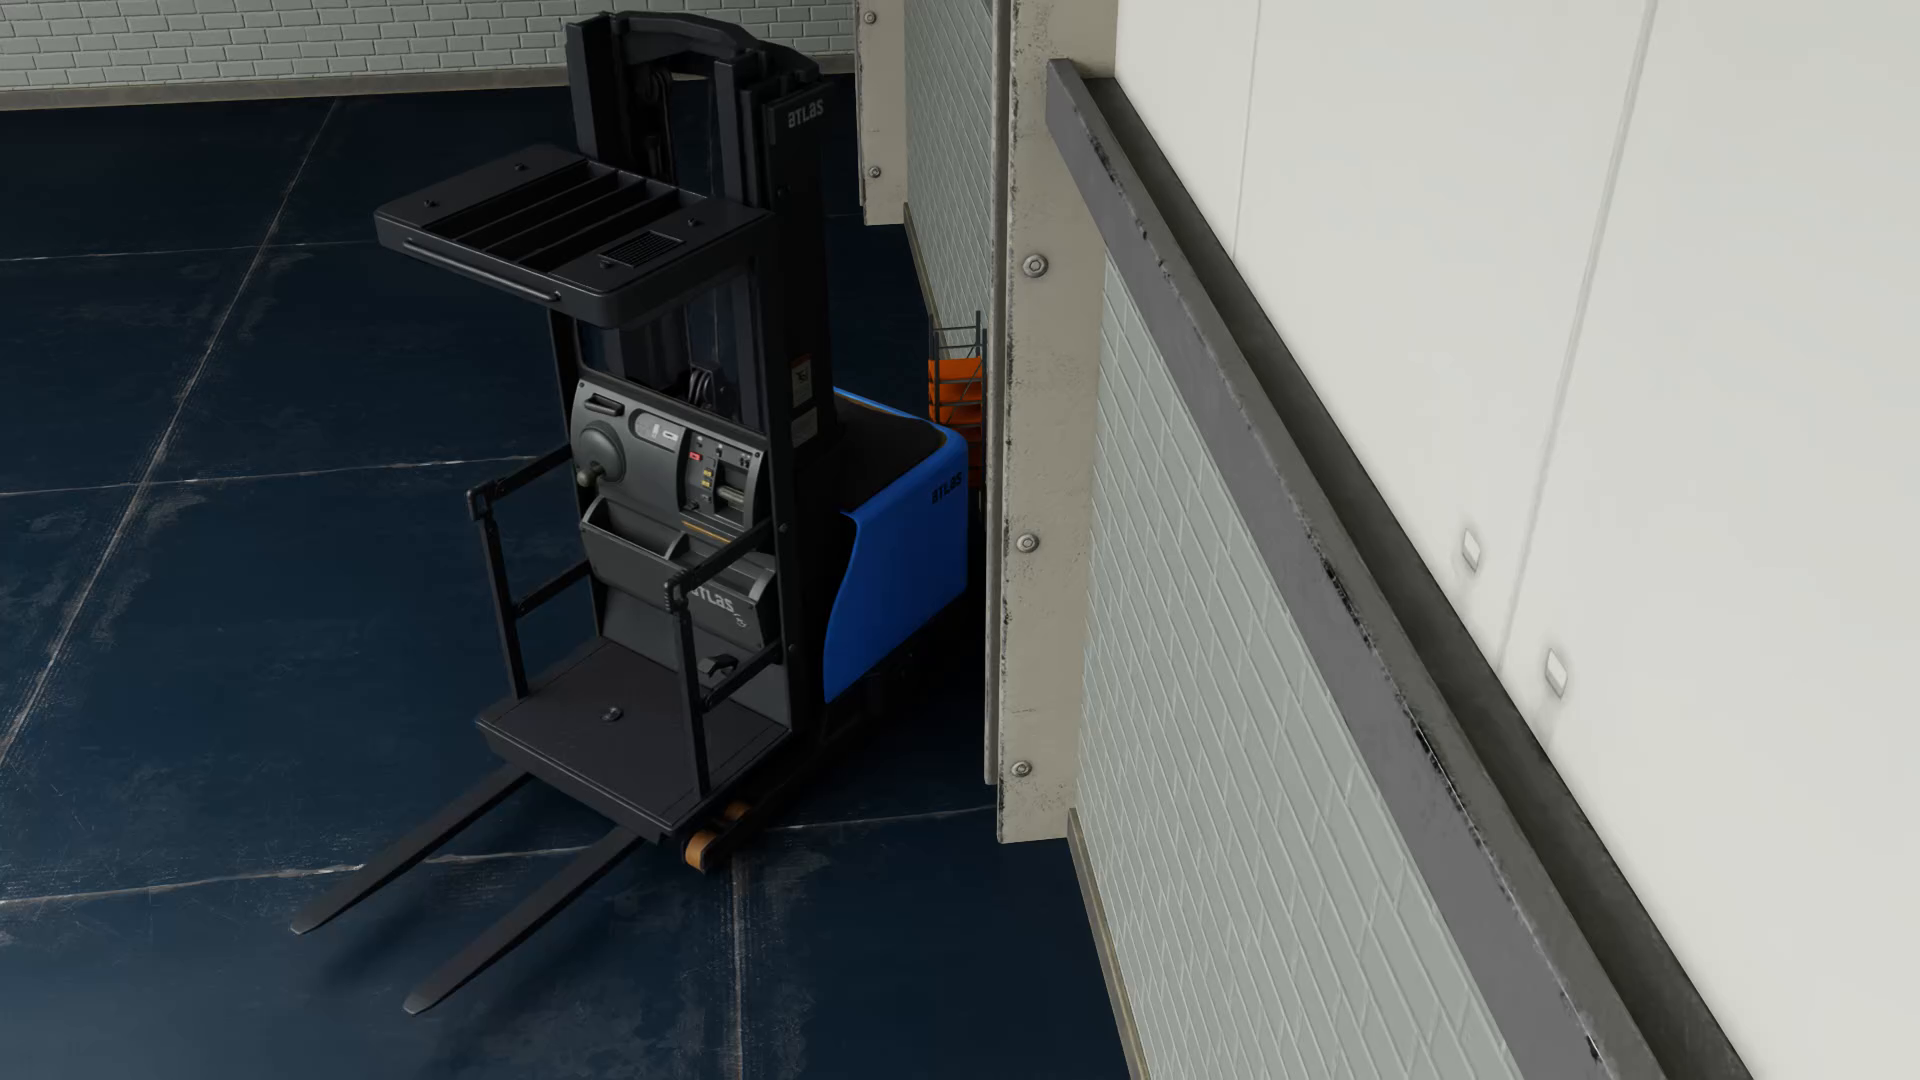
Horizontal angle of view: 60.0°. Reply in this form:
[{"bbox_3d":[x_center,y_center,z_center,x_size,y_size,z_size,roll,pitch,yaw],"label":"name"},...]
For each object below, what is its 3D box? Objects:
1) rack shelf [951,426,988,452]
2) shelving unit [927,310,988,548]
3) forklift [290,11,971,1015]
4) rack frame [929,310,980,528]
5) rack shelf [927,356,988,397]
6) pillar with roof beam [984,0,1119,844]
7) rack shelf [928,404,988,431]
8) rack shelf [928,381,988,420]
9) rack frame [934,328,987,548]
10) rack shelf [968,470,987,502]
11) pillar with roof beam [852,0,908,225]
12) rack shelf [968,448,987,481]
[{"bbox_3d":[-0.011,-0.465,7.946,0.258,0.103,0.180,-5,35,-7],"label":"rack shelf"},{"bbox_3d":[-0.011,-0.502,7.921,0.258,1.200,0.189,-5,35,-7],"label":"shelving unit"},{"bbox_3d":[-1.214,-0.249,6.013,1.130,2.935,3.031,22,40,29],"label":"forklift"},{"bbox_3d":[-0.025,-0.553,7.996,0.240,1.200,0.006,-5,35,-7],"label":"rack frame"},{"bbox_3d":[-0.011,-0.763,7.743,0.258,0.103,0.180,-5,35,-7],"label":"rack shelf"},{"bbox_3d":[-3.988,-2.327,3.674,9.100,9.000,0.400,-4,35,-6],"label":"pillar with roof beam"},{"bbox_3d":[-0.011,-0.564,7.879,0.258,0.103,0.180,-5,35,-7],"label":"rack shelf"},{"bbox_3d":[-0.011,-0.664,7.811,0.258,0.103,0.180,-5,35,-7],"label":"rack shelf"},{"bbox_3d":[0.003,-0.451,7.846,0.240,1.200,0.006,-5,35,-7],"label":"rack frame"},{"bbox_3d":[-0.011,-0.267,8.081,0.258,0.103,0.180,-5,35,-7],"label":"rack shelf"},{"bbox_3d":[-4.795,-5.675,8.587,9.100,9.000,0.400,-4,35,-6],"label":"pillar with roof beam"},{"bbox_3d":[-0.011,-0.366,8.014,0.258,0.103,0.180,-5,35,-7],"label":"rack shelf"}]
